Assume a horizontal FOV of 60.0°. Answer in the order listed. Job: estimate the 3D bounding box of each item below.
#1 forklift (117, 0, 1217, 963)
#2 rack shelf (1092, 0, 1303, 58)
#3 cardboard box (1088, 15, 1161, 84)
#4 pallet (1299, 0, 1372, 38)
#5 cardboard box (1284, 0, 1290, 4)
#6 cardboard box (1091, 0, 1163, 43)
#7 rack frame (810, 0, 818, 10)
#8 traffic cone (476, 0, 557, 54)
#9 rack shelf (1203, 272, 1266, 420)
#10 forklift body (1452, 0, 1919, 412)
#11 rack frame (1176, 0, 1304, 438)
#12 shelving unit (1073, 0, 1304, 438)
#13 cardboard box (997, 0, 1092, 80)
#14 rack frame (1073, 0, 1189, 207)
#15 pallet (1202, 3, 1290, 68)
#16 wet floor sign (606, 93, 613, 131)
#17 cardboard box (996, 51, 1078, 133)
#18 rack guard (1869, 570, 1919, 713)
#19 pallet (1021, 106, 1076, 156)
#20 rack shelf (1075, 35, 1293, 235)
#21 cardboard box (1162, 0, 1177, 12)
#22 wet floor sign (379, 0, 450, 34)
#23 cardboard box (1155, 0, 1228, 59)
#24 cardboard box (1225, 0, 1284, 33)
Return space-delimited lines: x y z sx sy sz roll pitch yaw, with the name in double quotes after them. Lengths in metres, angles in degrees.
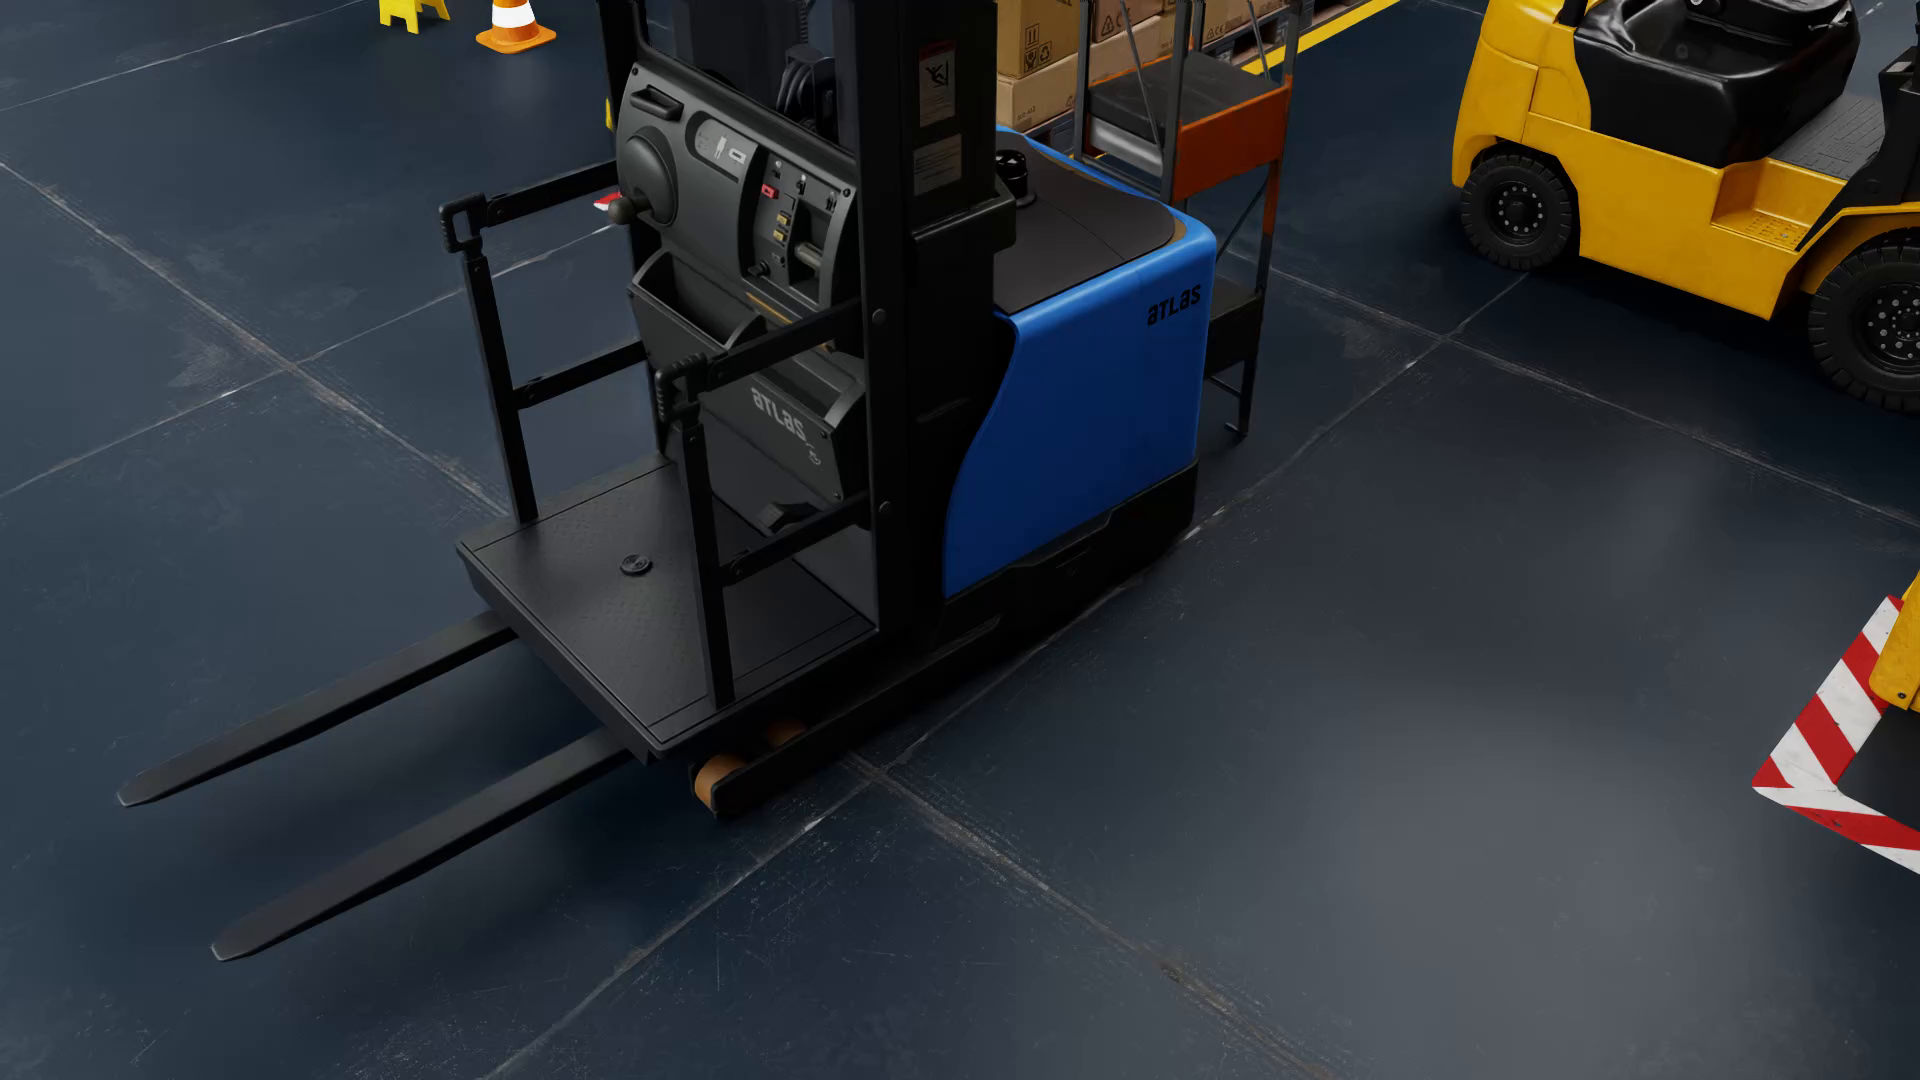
-0.715 -0.801 3.902 3.031 2.935 1.130 -28 46 -31 "forklift"
0.663 -1.708 4.608 0.480 0.518 0.431 -28 46 -31 "rack shelf"
0.553 -2.251 7.543 0.500 0.250 0.500 31 48 33 "cardboard box"
1.726 -3.100 8.979 1.003 0.211 1.213 30 47 32 "pallet"
1.601 -2.970 8.446 0.500 0.250 0.500 28 46 31 "cardboard box"
0.568 -2.566 7.337 0.500 0.500 0.500 28 46 30 "cardboard box"
-0.545 -2.677 6.207 1.000 3.000 0.127 30 47 32 "rack frame"
-2.256 -2.733 8.316 0.336 0.463 0.334 30 47 32 "traffic cone"
0.663 -0.612 5.480 0.480 0.518 0.431 -28 46 -31 "rack shelf"
3.054 -1.900 5.911 2.313 2.155 1.214 30 47 32 "forklift body"
0.849 -1.270 5.160 0.015 2.100 0.400 -28 46 -31 "rack frame"
0.663 -1.171 5.036 0.503 2.100 0.431 -28 46 -31 "shelving unit"
0.218 -2.324 7.032 0.500 0.500 0.500 28 46 31 "cardboard box"
0.478 -1.072 4.911 0.015 2.100 0.400 -28 46 -31 "rack frame"
0.903 -2.537 8.271 1.003 0.211 1.213 30 47 32 "pallet"
-1.463 -2.118 7.395 0.232 0.644 0.267 -18 42 -21 "wet floor sign"
0.203 -2.020 7.252 0.500 0.250 0.500 29 47 32 "cardboard box"
3.105 0.395 4.352 1.175 0.500 0.348 30 47 32 "rack guard"
0.080 -1.979 7.569 1.003 0.211 1.213 30 47 32 "pallet"
0.663 -1.160 5.044 0.480 0.518 0.431 -28 46 -31 "rack shelf"
0.912 -2.793 7.622 0.500 0.500 0.500 31 48 33 "cardboard box"
-2.825 -2.943 8.433 0.267 0.644 0.232 22 43 25 "wet floor sign"
0.912 -2.507 7.865 0.500 0.250 0.500 -31 48 -33 "cardboard box"
1.254 -2.738 8.155 0.500 0.250 0.500 30 48 32 "cardboard box"
